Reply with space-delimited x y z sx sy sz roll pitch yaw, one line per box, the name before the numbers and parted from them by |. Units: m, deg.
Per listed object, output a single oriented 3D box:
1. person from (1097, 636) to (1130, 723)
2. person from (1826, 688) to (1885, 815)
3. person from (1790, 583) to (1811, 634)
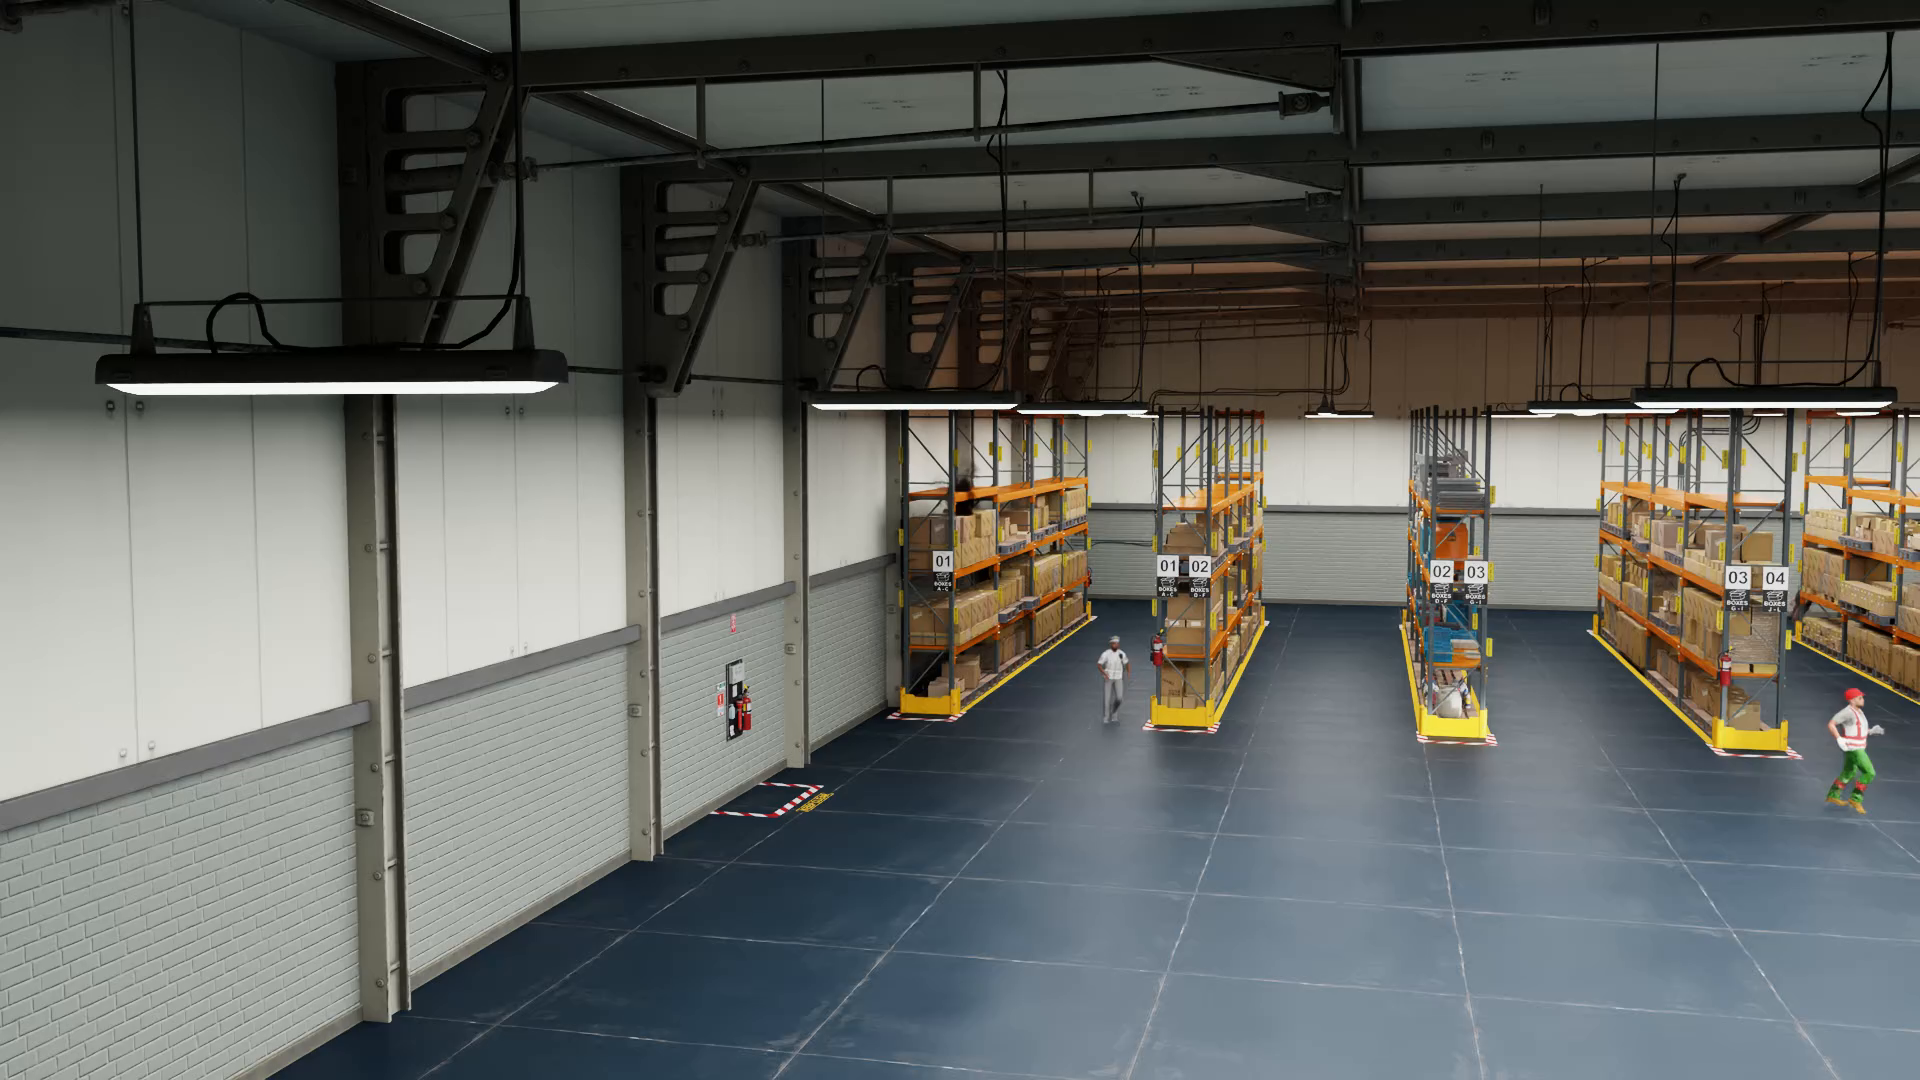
person | 2.913 2.639 31.424 0.650 1.655 0.491 0 4 -4
person | 13.095 3.086 24.334 0.748 1.827 0.644 3 5 40
person | 22.499 1.727 44.352 0.545 1.670 0.708 0 4 0
